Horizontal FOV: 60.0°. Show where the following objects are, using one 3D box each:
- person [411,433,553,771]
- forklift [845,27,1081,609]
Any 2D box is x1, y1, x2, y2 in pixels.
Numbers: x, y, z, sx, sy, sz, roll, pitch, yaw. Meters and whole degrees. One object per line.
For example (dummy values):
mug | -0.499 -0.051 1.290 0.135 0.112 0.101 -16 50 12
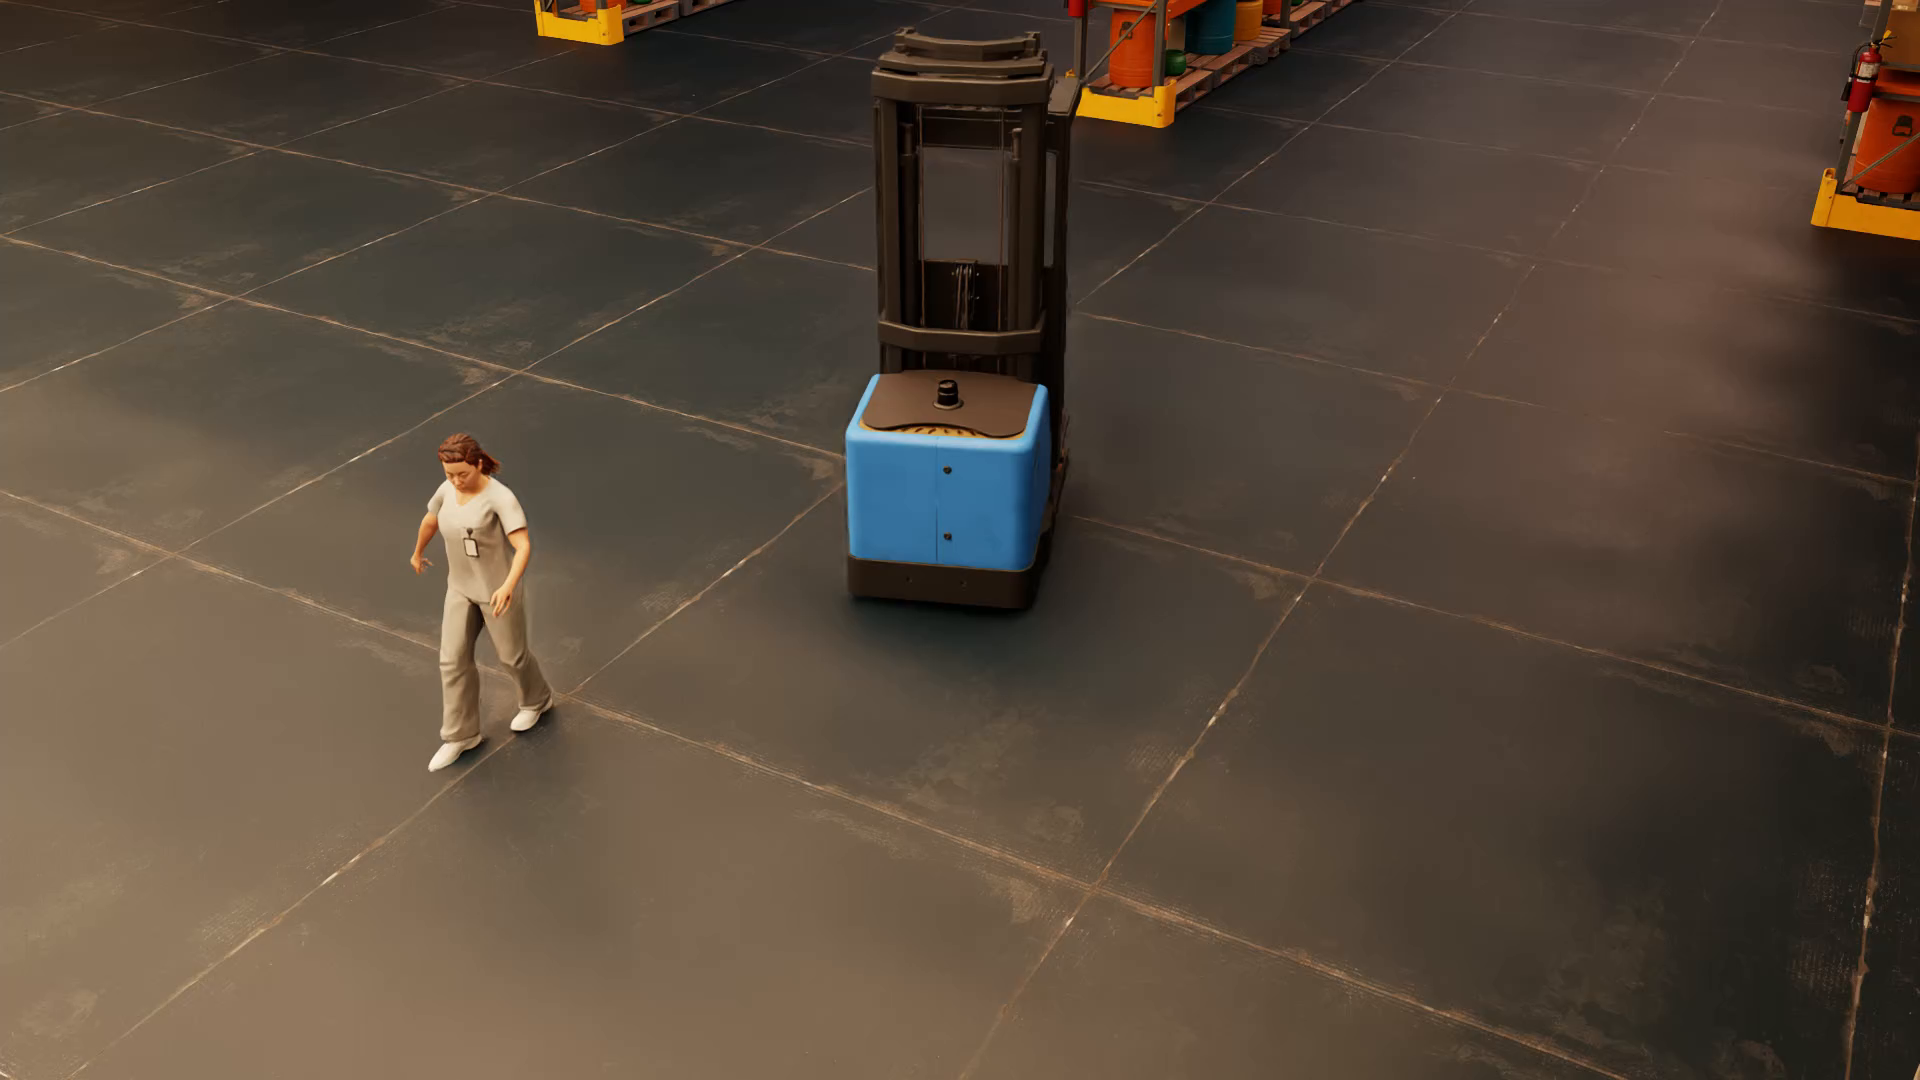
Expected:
person | -2.340 0.271 7.905 0.881 1.665 0.707 12 32 20
forklift | 0.102 -1.607 9.856 1.130 2.935 3.031 4 30 8
